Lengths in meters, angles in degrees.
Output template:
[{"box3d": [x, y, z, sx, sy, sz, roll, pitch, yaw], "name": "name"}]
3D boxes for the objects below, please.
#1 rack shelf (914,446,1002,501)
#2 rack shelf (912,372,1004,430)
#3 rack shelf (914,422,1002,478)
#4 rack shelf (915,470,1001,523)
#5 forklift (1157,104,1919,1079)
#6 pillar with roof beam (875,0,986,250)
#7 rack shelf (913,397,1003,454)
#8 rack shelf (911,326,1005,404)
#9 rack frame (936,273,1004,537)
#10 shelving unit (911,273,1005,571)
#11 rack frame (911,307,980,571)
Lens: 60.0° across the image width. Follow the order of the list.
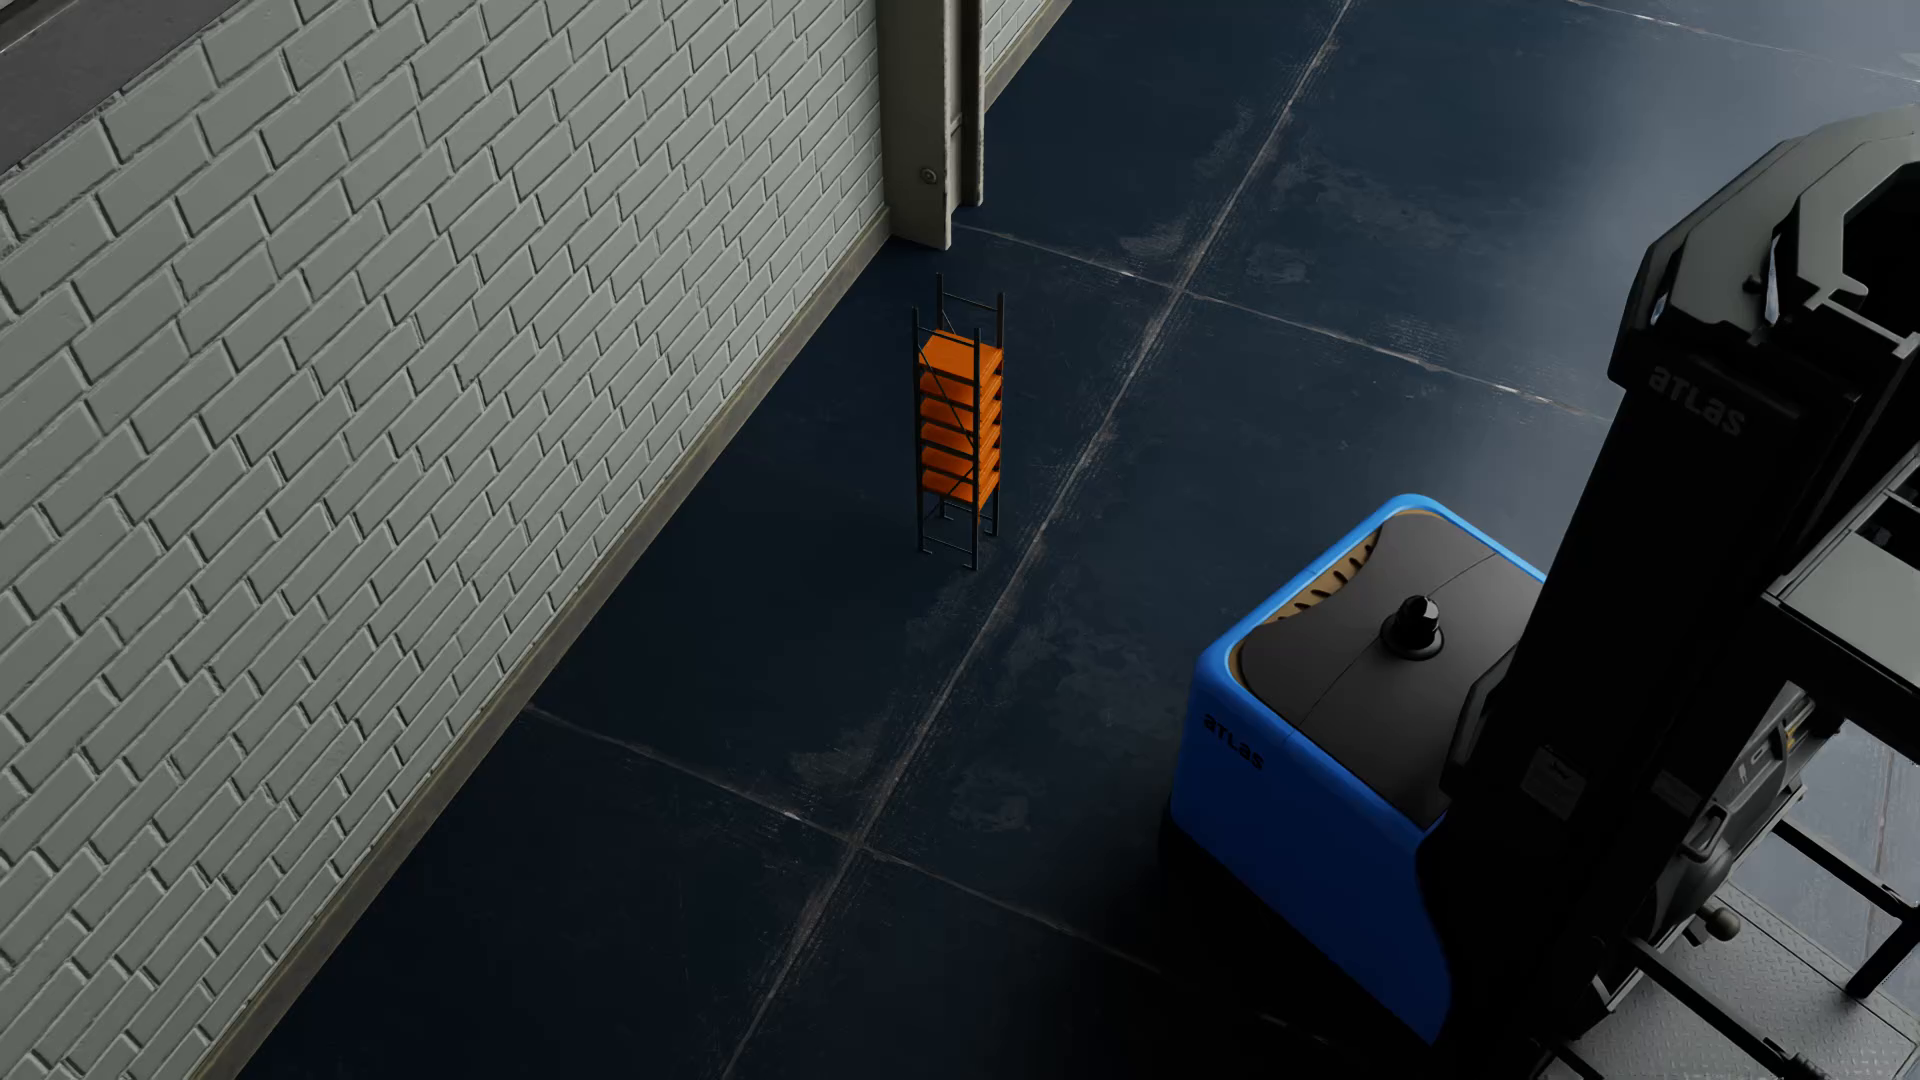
[{"box3d": [-0.006, -0.272, 5.910, 0.258, 0.103, 0.180, 20, 52, 16], "name": "rack shelf"}, {"box3d": [-0.006, -0.506, 5.636, 0.258, 0.103, 0.180, 20, 52, 16], "name": "rack shelf"}, {"box3d": [-0.006, -0.350, 5.818, 0.258, 0.103, 0.180, 20, 52, 16], "name": "rack shelf"}, {"box3d": [-0.006, -0.195, 6.001, 0.258, 0.103, 0.180, 20, 52, 16], "name": "rack shelf"}, {"box3d": [1.999, 0.656, 3.767, 1.130, 2.935, 3.031, -35, 58, -26], "name": "forklift"}, {"box3d": [3.776, -2.978, 2.875, 9.100, 9.000, 0.400, 20, 52, 16], "name": "pillar with roof beam"}, {"box3d": [-0.006, -0.428, 5.727, 0.258, 0.103, 0.180, 20, 52, 16], "name": "rack shelf"}, {"box3d": [-0.006, -0.583, 5.544, 0.258, 0.103, 0.180, 20, 52, 16], "name": "rack shelf"}, {"box3d": [0.033, -0.442, 5.838, 0.240, 1.200, 0.006, 20, 52, 16], "name": "rack frame"}, {"box3d": [-0.006, -0.379, 5.785, 0.258, 1.200, 0.189, 20, 52, 16], "name": "shelving unit"}, {"box3d": [-0.045, -0.316, 5.731, 0.240, 1.200, 0.006, 20, 52, 16], "name": "rack frame"}]
